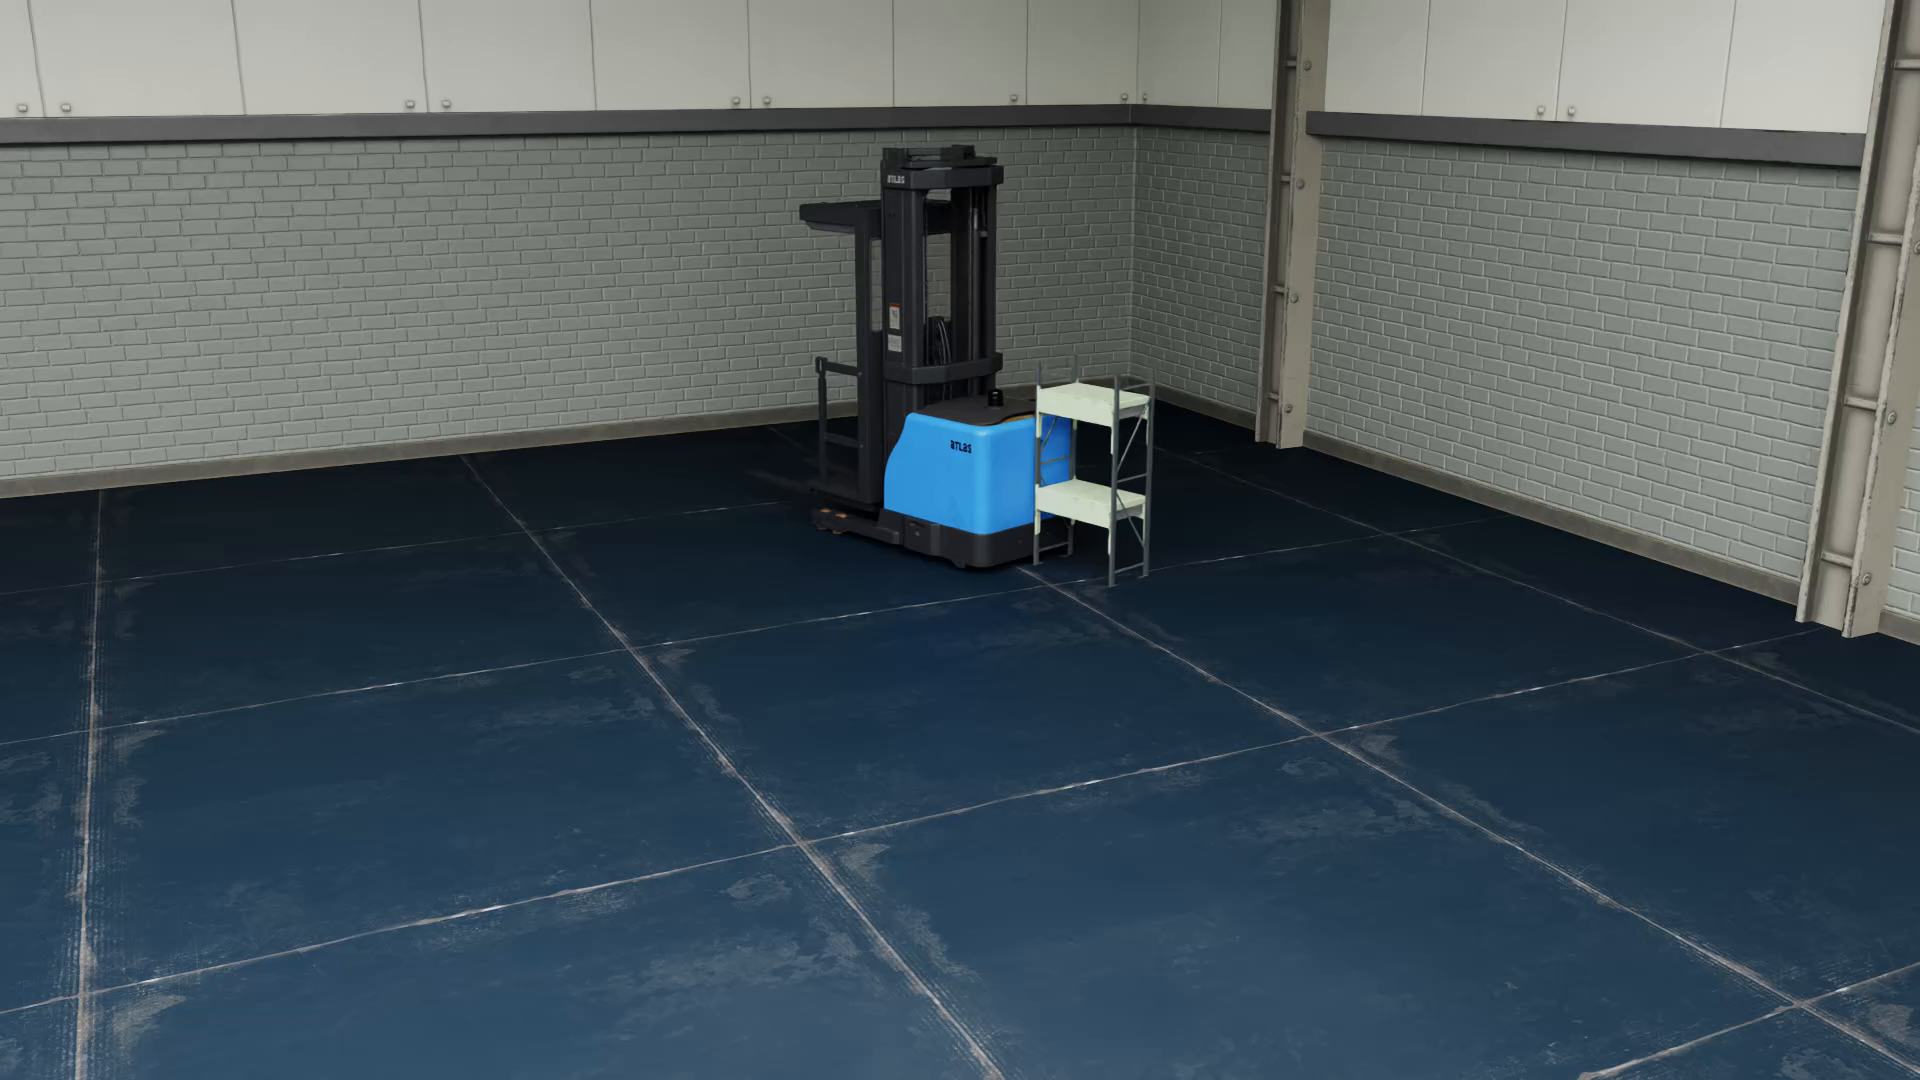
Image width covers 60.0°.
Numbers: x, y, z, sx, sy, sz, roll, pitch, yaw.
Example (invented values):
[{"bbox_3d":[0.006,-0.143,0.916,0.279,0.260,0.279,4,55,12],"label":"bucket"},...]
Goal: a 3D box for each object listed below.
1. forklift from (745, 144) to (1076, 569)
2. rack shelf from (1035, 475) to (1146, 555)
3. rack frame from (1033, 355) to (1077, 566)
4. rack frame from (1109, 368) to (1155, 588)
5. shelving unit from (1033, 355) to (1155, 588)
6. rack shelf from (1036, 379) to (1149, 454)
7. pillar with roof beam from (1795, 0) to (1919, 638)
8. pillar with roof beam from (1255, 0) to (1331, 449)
[{"bbox_3d":[-0.514,-1.534,12.783,1.130,2.935,3.031,-15,22,-42],"label":"forklift"},{"bbox_3d":[0.939,-0.186,11.859,0.431,0.370,0.720,-15,22,-41],"label":"rack shelf"},{"bbox_3d":[0.688,-0.574,12.024,0.400,1.500,0.023,-15,22,-41],"label":"rack frame"},{"bbox_3d":[1.190,-0.425,11.513,0.400,1.500,0.023,-15,22,-41],"label":"rack frame"},{"bbox_3d":[0.939,-0.499,11.769,0.431,1.500,0.755,-15,22,-41],"label":"shelving unit"},{"bbox_3d":[0.940,-0.874,11.661,0.431,0.370,0.720,-15,22,-41],"label":"rack shelf"},{"bbox_3d":[1.835,-3.249,7.759,9.100,9.000,0.400,-8,18,-25],"label":"pillar with roof beam"},{"bbox_3d":[-0.794,-4.737,12.943,9.100,9.000,0.400,-8,18,-25],"label":"pillar with roof beam"}]
